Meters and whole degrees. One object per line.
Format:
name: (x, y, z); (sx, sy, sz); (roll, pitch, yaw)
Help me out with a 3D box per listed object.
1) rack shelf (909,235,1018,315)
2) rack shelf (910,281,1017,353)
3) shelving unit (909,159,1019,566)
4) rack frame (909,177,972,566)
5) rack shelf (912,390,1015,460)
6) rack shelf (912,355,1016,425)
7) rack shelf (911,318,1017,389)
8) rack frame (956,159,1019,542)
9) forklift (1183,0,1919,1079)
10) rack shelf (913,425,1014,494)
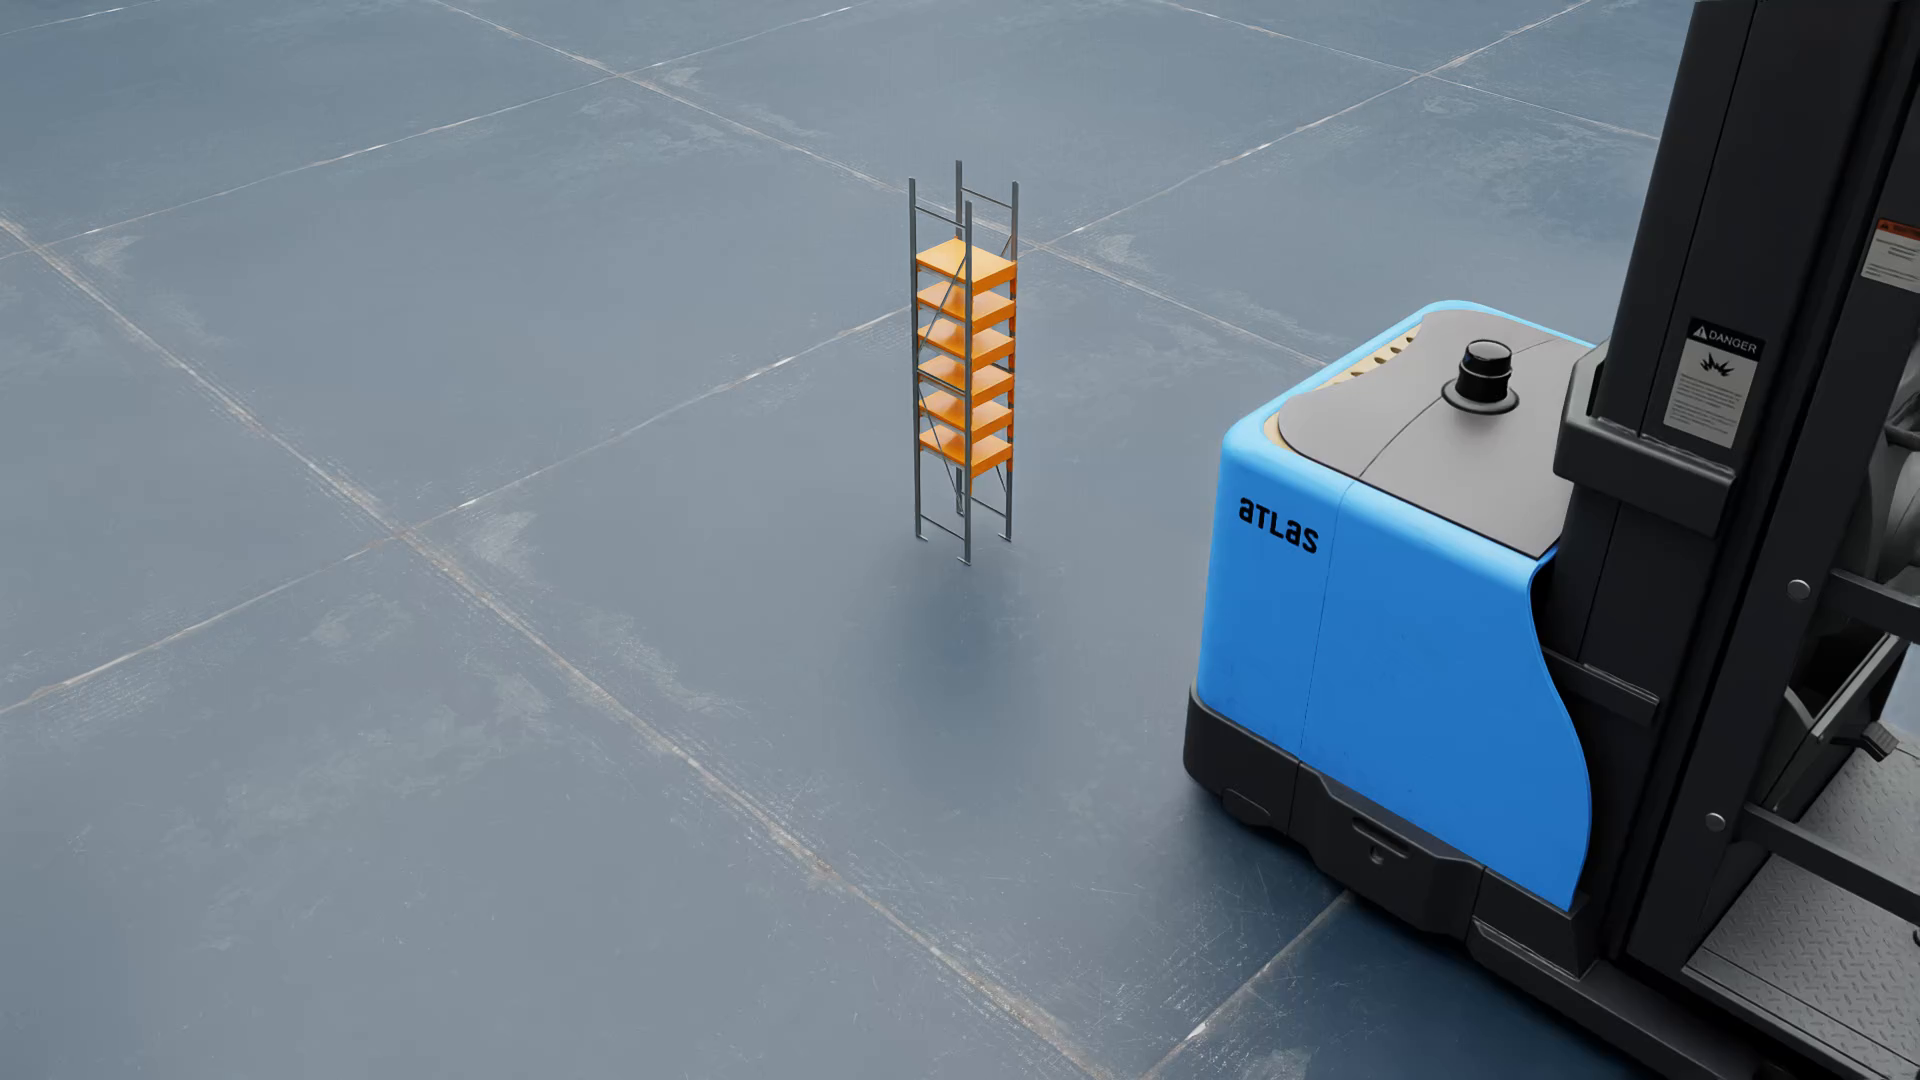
rack shelf: (0.010, -0.757, 4.735); (0.258, 0.103, 0.180); (30, 45, 35)
rack shelf: (0.010, -0.658, 4.803); (0.258, 0.103, 0.180); (30, 45, 35)
shelving unit: (0.010, -0.498, 4.915); (0.258, 1.200, 0.189); (30, 45, 35)
rack frame: (-0.054, -0.461, 4.862); (0.240, 1.200, 0.006); (30, 45, 35)
rack shelf: (0.010, -0.363, 5.009); (0.258, 0.103, 0.180); (30, 45, 35)
rack shelf: (0.010, -0.462, 4.941); (0.258, 0.103, 0.180); (30, 45, 35)
rack shelf: (0.010, -0.560, 4.872); (0.258, 0.103, 0.180); (30, 45, 35)
rack frame: (0.075, -0.535, 4.968); (0.240, 1.200, 0.006); (30, 45, 35)
forklift: (1.983, -0.177, 2.942); (3.031, 2.935, 1.130); (29, 44, 35)
rack shelf: (0.010, -0.265, 5.078); (0.258, 0.103, 0.180); (30, 45, 35)
